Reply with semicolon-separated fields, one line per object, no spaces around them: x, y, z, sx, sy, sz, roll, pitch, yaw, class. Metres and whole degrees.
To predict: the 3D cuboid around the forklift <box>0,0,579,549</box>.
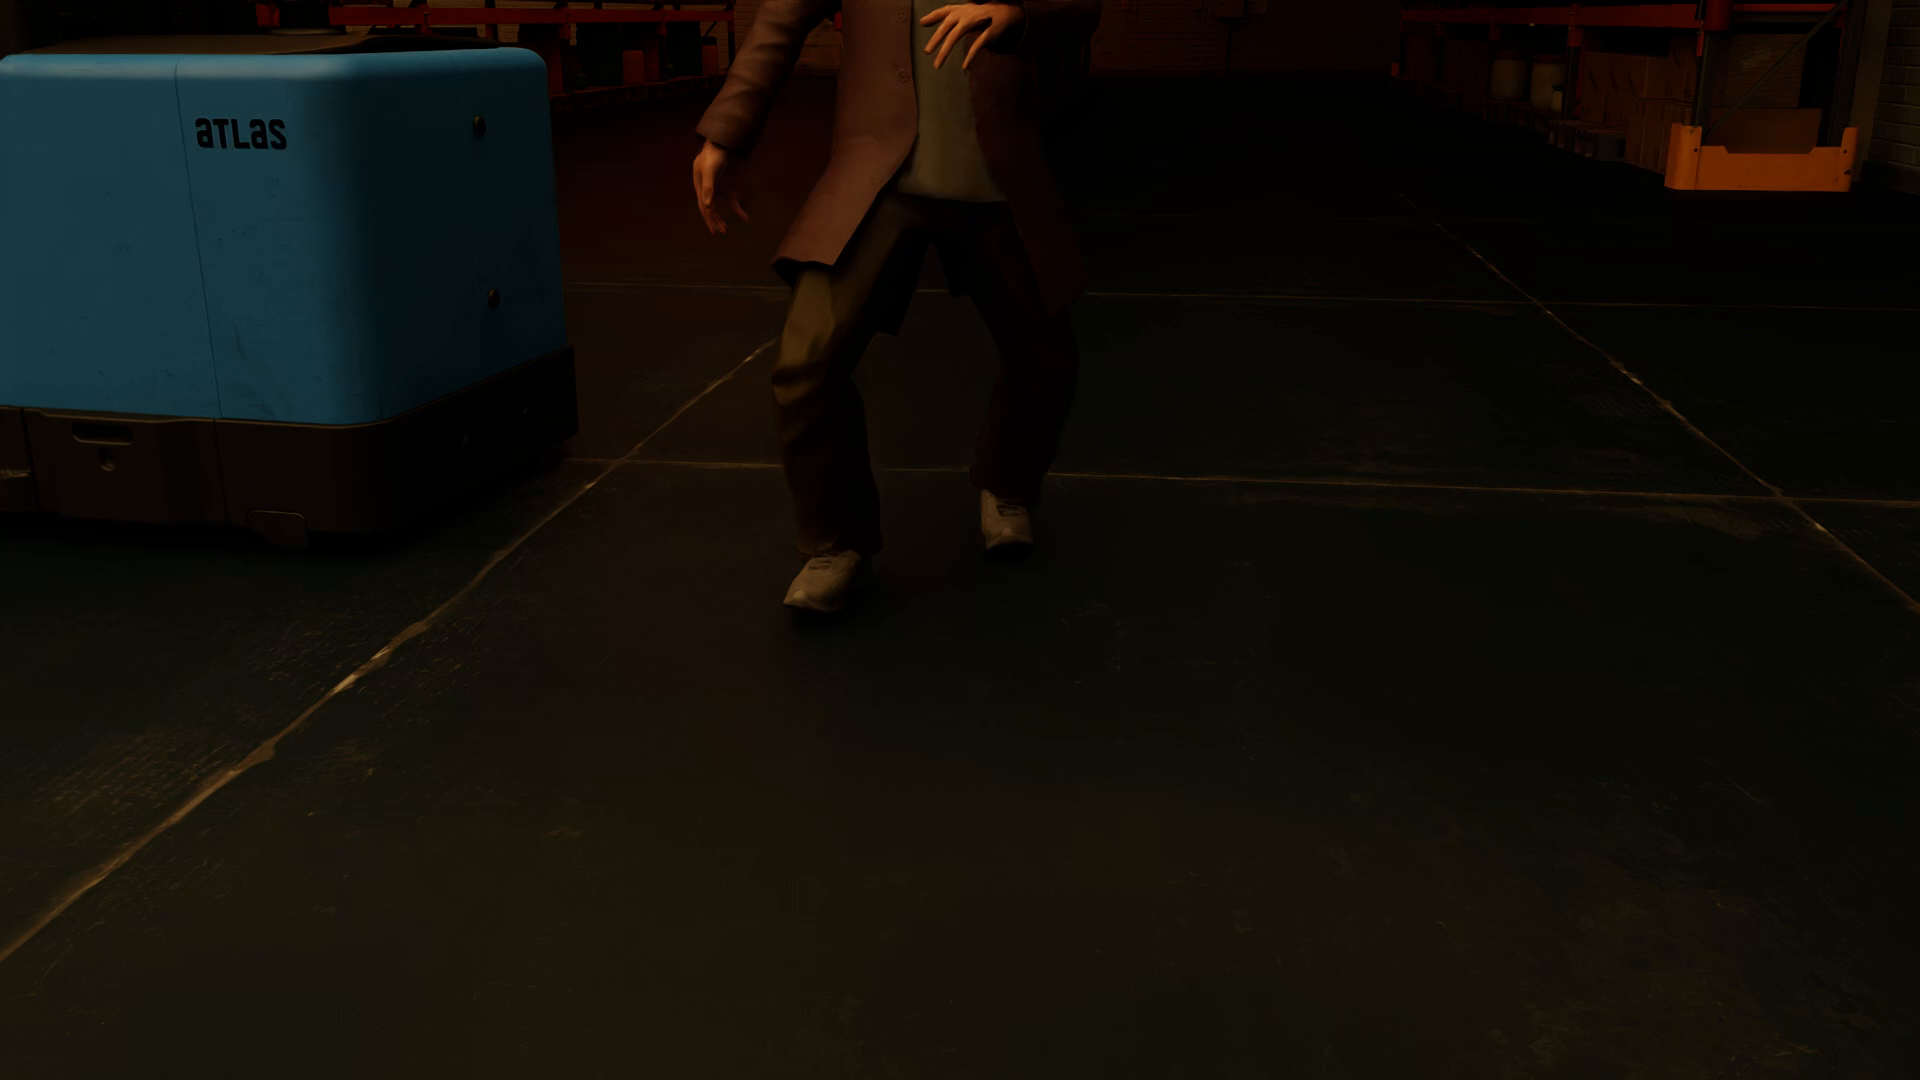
-2.608;-1.594;4.006;3.031;2.935;1.130;4;18;13;forklift

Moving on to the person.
-0.117;-0.693;3.277;0.804;1.659;0.919;-3;18;-10;person
